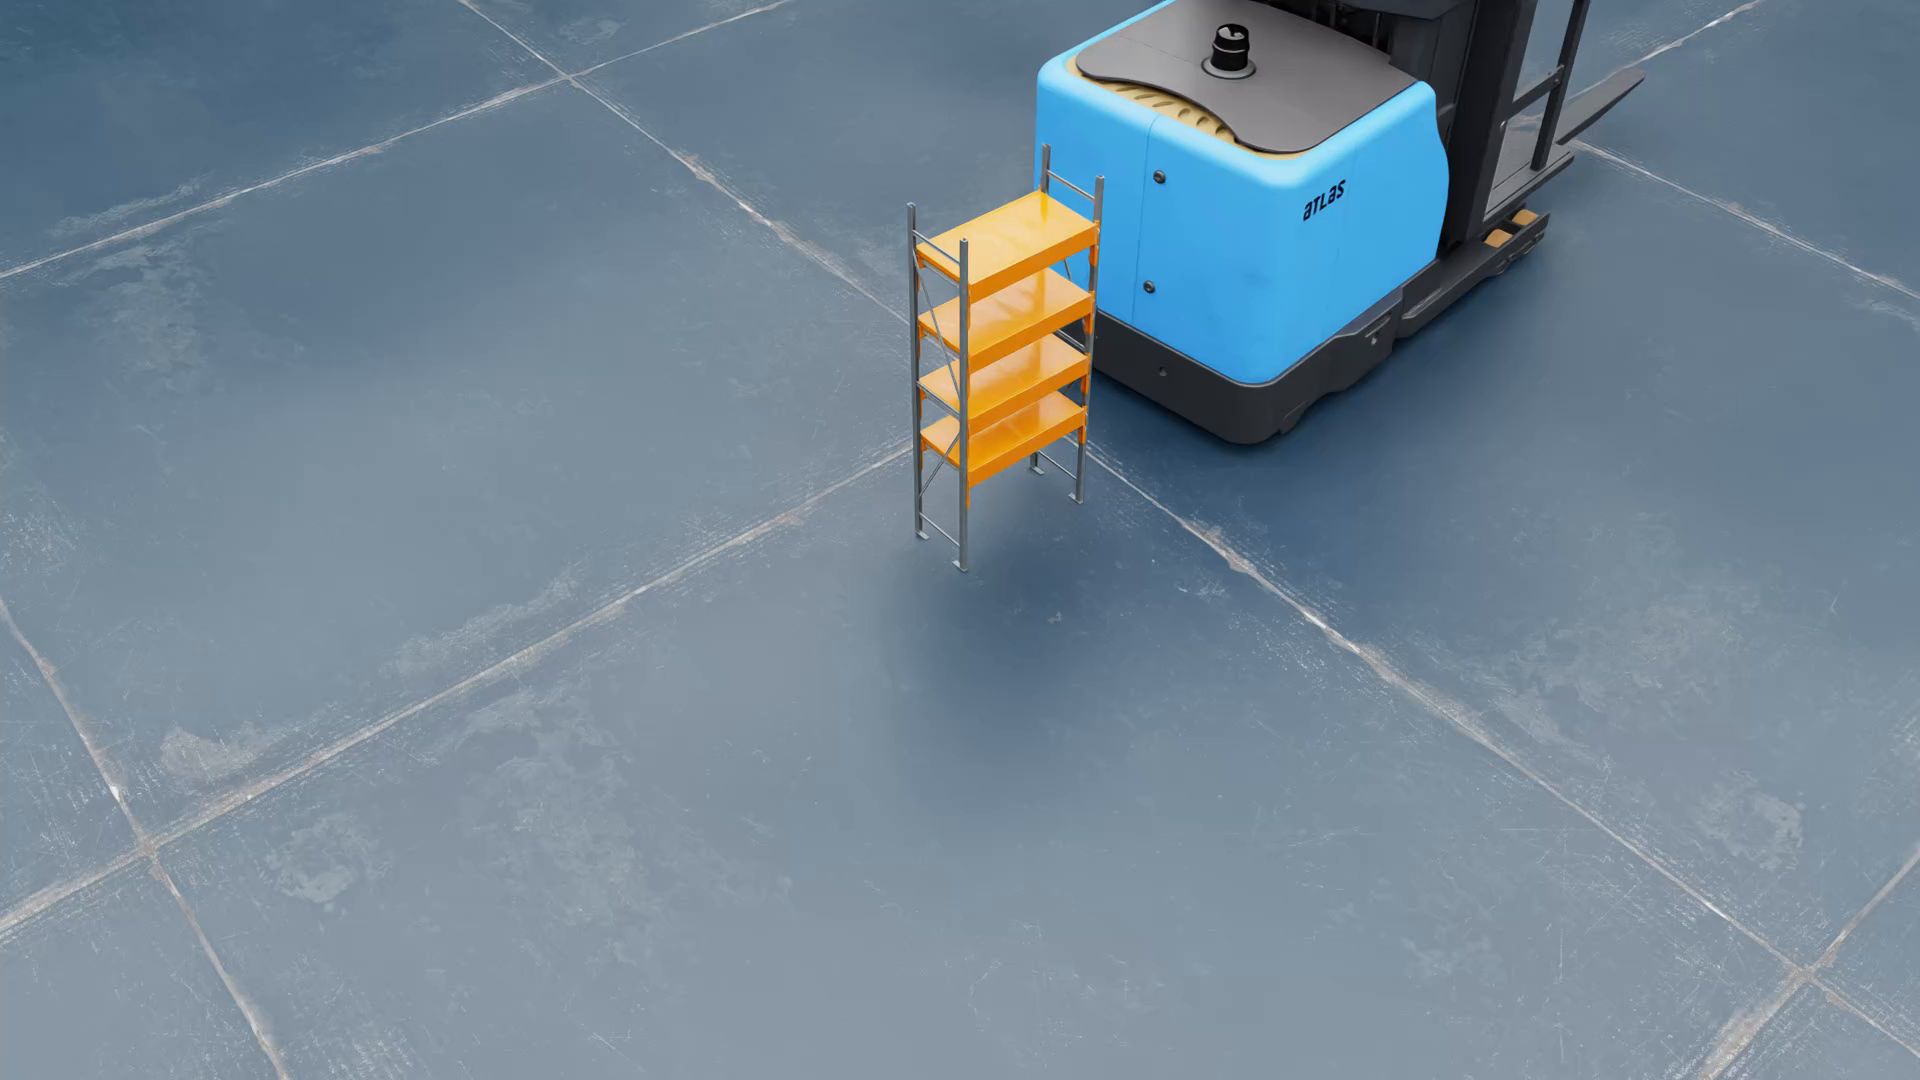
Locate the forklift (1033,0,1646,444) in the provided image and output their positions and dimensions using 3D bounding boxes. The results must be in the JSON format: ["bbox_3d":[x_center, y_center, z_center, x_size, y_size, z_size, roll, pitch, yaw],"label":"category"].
[{"bbox_3d":[1.615,-2.297,5.555,1.130,2.935,3.031,33,52,30],"label":"forklift"}]

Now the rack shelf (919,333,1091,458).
[{"bbox_3d":[0.127,-0.461,4.963,0.480,0.148,0.258,-30,51,-28],"label":"rack shelf"}]

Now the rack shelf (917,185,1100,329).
[{"bbox_3d":[0.127,-0.796,4.648,0.480,0.148,0.258,-30,51,-28],"label":"rack shelf"}]

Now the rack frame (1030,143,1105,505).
[{"bbox_3d":[0.314,-0.617,5.031,0.015,1.200,0.240,-30,51,-28],"label":"rack frame"}]

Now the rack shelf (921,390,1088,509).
[{"bbox_3d":[0.127,-0.316,5.099,0.480,0.148,0.258,-30,51,-28],"label":"rack shelf"}]

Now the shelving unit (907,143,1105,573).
[{"bbox_3d":[0.127,-0.510,4.917,0.503,1.200,0.258,-30,51,-28],"label":"shelving unit"}]

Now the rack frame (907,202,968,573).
[{"bbox_3d":[-0.060,-0.403,4.803,0.015,1.200,0.240,-30,51,-28],"label":"rack frame"}]

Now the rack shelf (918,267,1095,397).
[{"bbox_3d":[0.127,-0.624,4.810,0.480,0.148,0.258,-30,51,-28],"label":"rack shelf"}]
